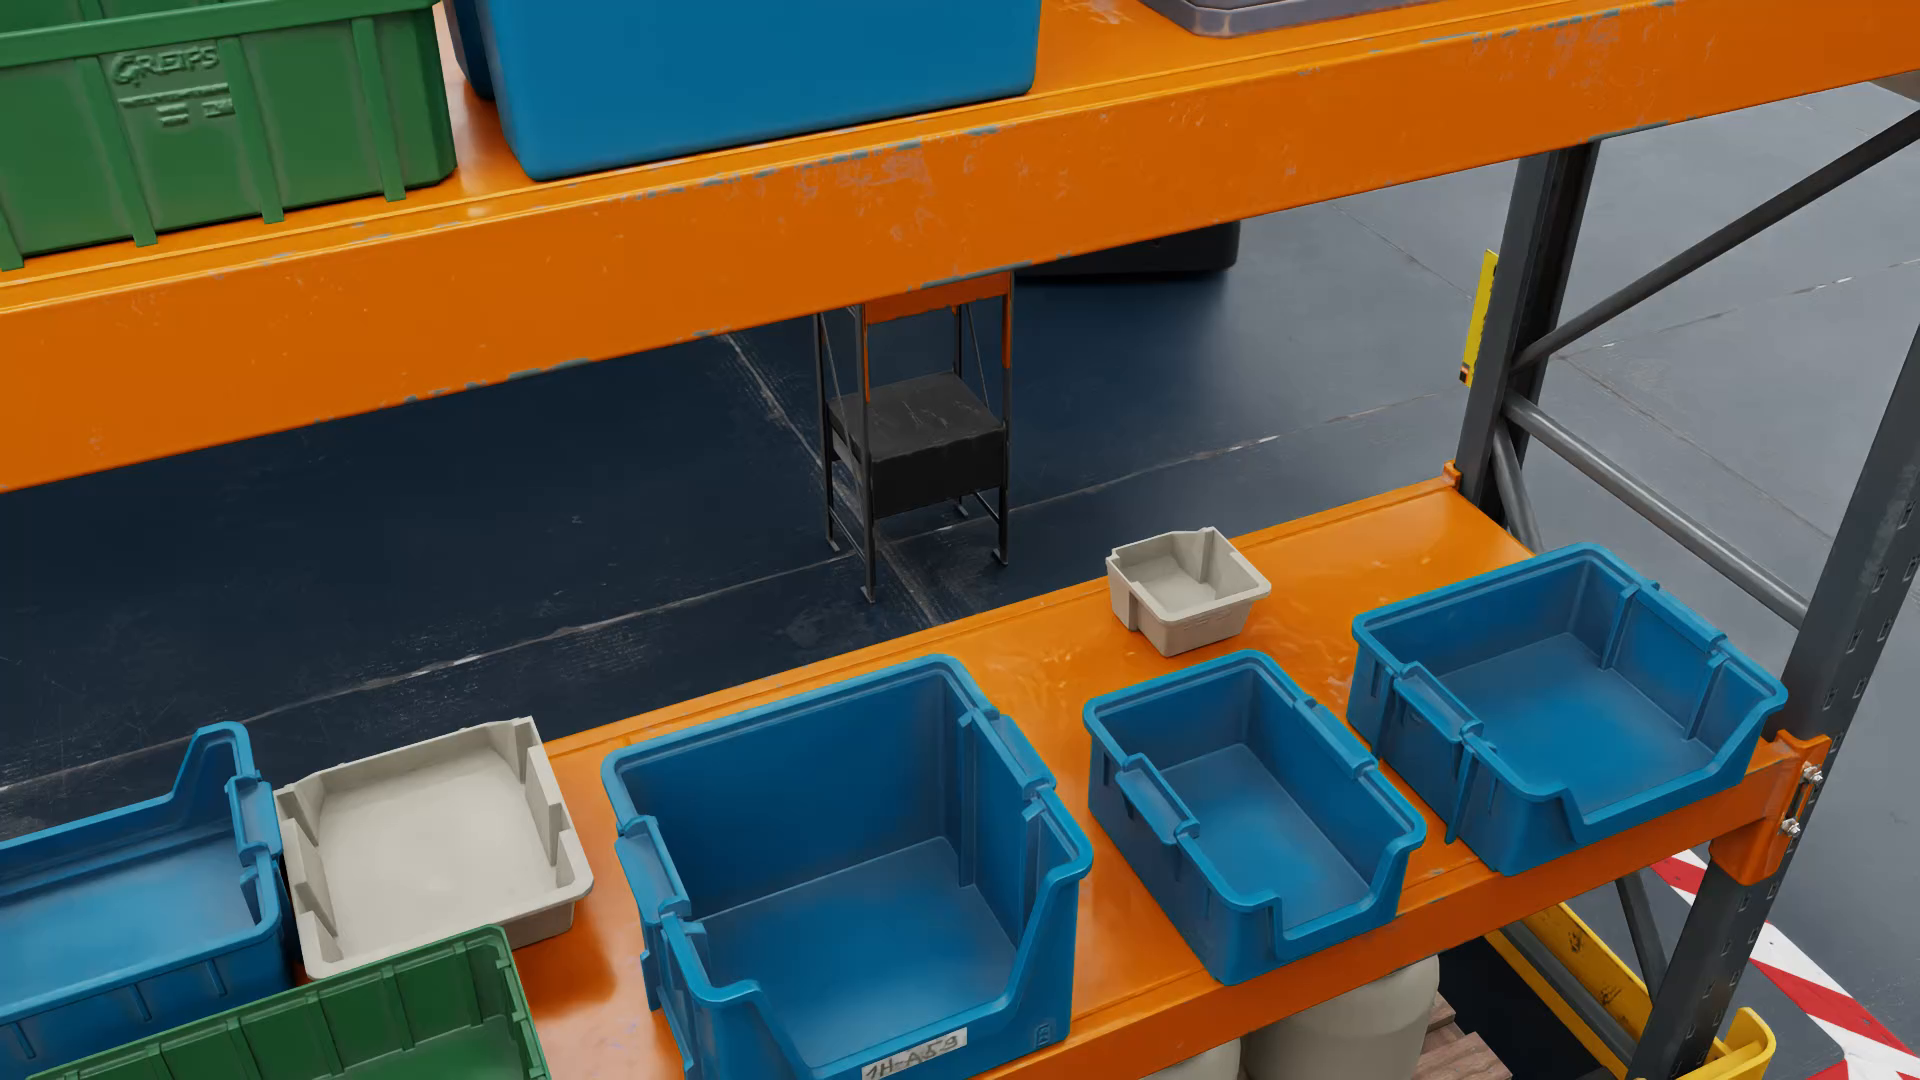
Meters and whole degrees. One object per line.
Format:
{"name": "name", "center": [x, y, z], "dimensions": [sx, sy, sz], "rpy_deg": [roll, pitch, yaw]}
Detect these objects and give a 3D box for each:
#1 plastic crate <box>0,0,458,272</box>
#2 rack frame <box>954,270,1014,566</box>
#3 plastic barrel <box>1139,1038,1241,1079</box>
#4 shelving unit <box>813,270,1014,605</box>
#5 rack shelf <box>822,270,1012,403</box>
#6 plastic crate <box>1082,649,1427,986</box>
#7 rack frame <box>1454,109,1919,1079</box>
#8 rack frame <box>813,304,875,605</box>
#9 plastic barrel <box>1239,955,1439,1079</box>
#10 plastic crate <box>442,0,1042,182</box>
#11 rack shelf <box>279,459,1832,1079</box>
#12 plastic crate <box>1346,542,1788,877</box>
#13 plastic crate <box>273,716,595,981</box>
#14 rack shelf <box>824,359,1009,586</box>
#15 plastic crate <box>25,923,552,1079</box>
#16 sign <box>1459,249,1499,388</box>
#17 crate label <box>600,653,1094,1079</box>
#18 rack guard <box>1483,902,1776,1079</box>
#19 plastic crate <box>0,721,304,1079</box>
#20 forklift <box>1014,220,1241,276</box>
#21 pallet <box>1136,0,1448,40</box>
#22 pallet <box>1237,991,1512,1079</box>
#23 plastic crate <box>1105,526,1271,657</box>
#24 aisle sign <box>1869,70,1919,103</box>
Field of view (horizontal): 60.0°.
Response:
{"name": "plastic crate", "center": [-0.695, -0.418, 1.455], "dimensions": [0.450, 0.188, 0.336], "rpy_deg": [-16, 39, -20]}
{"name": "rack frame", "center": [0.071, -0.863, 5.151], "dimensions": [0.015, 2.100, 0.400], "rpy_deg": [-16, 39, -20]}
{"name": "plastic barrel", "center": [0.365, 1.107, 3.475], "dimensions": [0.421, 0.512, 0.421], "rpy_deg": [0, 37, 0]}
{"name": "shelving unit", "center": [-0.150, -0.801, 5.068], "dimensions": [0.503, 2.100, 0.431], "rpy_deg": [-16, 39, -20]}
{"name": "rack shelf", "center": [-0.150, -0.790, 5.076], "dimensions": [0.480, 0.518, 0.431], "rpy_deg": [-16, 39, -20]}
{"name": "plastic crate", "center": [0.465, 0.451, 2.749], "dimensions": [0.408, 0.251, 0.499], "rpy_deg": [-16, 39, -20]}
{"name": "rack frame", "center": [1.382, -0.058, 3.311], "dimensions": [0.127, 3.000, 1.000], "rpy_deg": [-16, 39, -20]}
{"name": "rack frame", "center": [-0.371, -0.740, 4.985], "dimensions": [0.015, 2.100, 0.400], "rpy_deg": [-16, 39, -20]}
{"name": "plastic barrel", "center": [0.818, 0.980, 3.646], "dimensions": [0.421, 0.512, 0.421], "rpy_deg": [0, 37, 0]}
{"name": "plastic crate", "center": [-0.217, -0.611, 1.552], "dimensions": [0.575, 0.384, 0.392], "rpy_deg": [-16, 39, -20]}
{"name": "rack shelf", "center": [-0.429, 0.737, 2.842], "dimensions": [4.000, 0.370, 1.077], "rpy_deg": [-16, 39, -20]}
{"name": "plastic crate", "center": [1.056, 0.290, 2.966], "dimensions": [0.616, 0.251, 0.499], "rpy_deg": [-16, 39, -20]}
{"name": "plastic crate", "center": [-0.877, 0.513, 2.762], "dimensions": [0.437, 0.136, 0.530], "rpy_deg": [-16, 39, -20]}
{"name": "rack shelf", "center": [-0.150, -0.228, 5.493], "dimensions": [0.480, 0.518, 0.431], "rpy_deg": [-16, 39, -20]}
{"name": "plastic crate", "center": [-0.891, 0.848, 2.267], "dimensions": [0.662, 0.188, 0.450], "rpy_deg": [-16, 39, -20]}
{"name": "sign", "center": [1.152, -0.467, 3.630], "dimensions": [0.005, 0.325, 0.100], "rpy_deg": [-16, 39, -20]}
{"name": "crate label", "center": [-0.170, 0.539, 2.475], "dimensions": [0.616, 0.435, 0.502], "rpy_deg": [-16, 39, -20]}
{"name": "rack guard", "center": [1.333, 0.990, 3.995], "dimensions": [0.348, 0.500, 1.175], "rpy_deg": [-16, 39, -20]}
{"name": "plastic crate", "center": [-1.353, 0.587, 2.565], "dimensions": [0.616, 0.251, 0.499], "rpy_deg": [-16, 39, -20]}
{"name": "forklift", "center": [0.587, -3.172, 7.566], "dimensions": [1.130, 2.935, 3.031], "rpy_deg": [-2, 37, -3]}
{"name": "pallet", "center": [0.591, -1.030, 2.262], "dimensions": [1.213, 0.211, 1.003], "rpy_deg": [-16, 39, -20]}
{"name": "pallet", "center": [0.595, 1.309, 3.808], "dimensions": [1.213, 0.211, 1.003], "rpy_deg": [-16, 39, -20]}
{"name": "plastic crate", "center": [0.435, 0.101, 3.318], "dimensions": [0.250, 0.136, 0.298], "rpy_deg": [-16, 39, -20]}
{"name": "aisle sign", "center": [1.573, -0.960, 2.345], "dimensions": [0.004, 0.787, 0.394], "rpy_deg": [-16, 39, -20]}
